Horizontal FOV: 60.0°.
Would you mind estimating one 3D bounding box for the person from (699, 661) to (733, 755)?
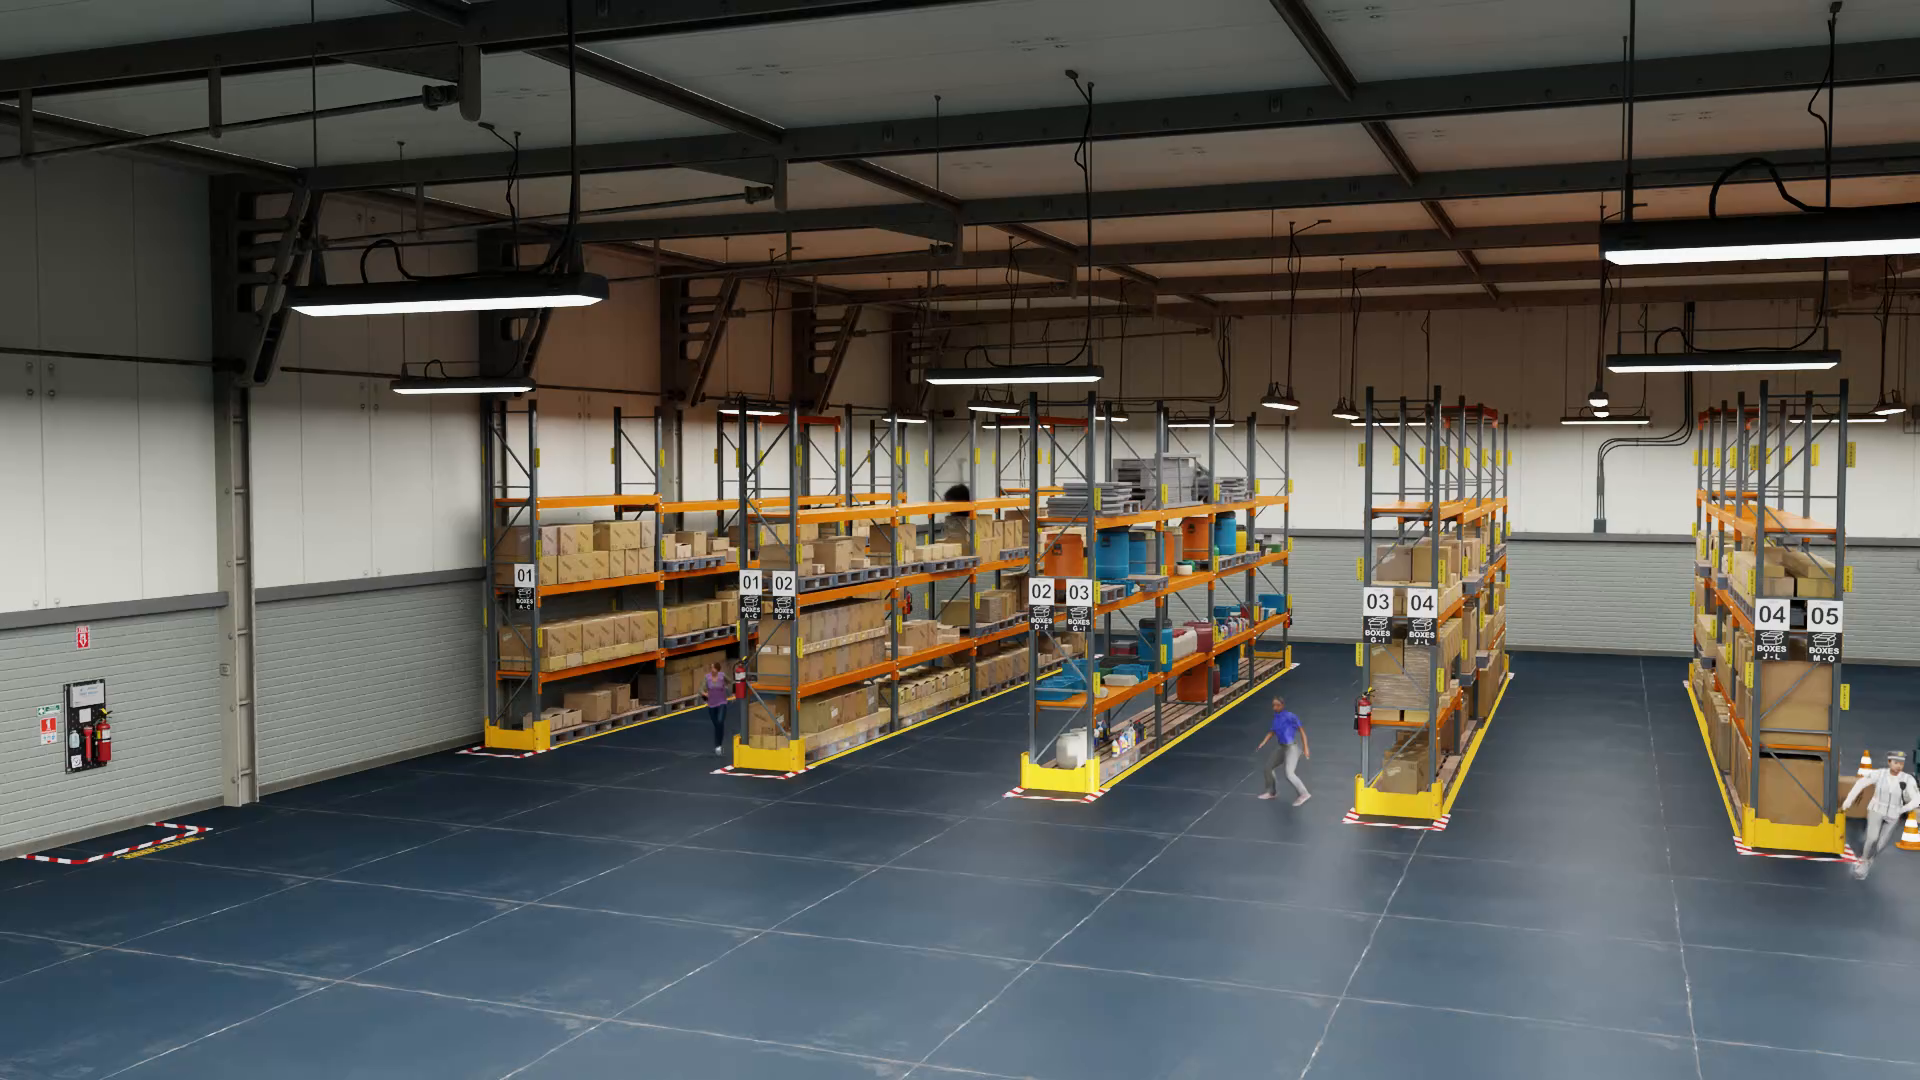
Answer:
[{"bbox_3d":[-4.131,2.812,28.248,0.547,1.571,0.893,0,3,5],"label":"person"}]

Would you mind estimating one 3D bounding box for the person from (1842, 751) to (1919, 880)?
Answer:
[{"bbox_3d":[10.893,3.255,19.592,0.767,1.600,0.661,1,3,15],"label":"person"}]

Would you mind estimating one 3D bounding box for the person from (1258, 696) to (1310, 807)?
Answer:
[{"bbox_3d":[4.614,3.038,24.066,0.636,1.563,0.788,-1,3,-22],"label":"person"}]
